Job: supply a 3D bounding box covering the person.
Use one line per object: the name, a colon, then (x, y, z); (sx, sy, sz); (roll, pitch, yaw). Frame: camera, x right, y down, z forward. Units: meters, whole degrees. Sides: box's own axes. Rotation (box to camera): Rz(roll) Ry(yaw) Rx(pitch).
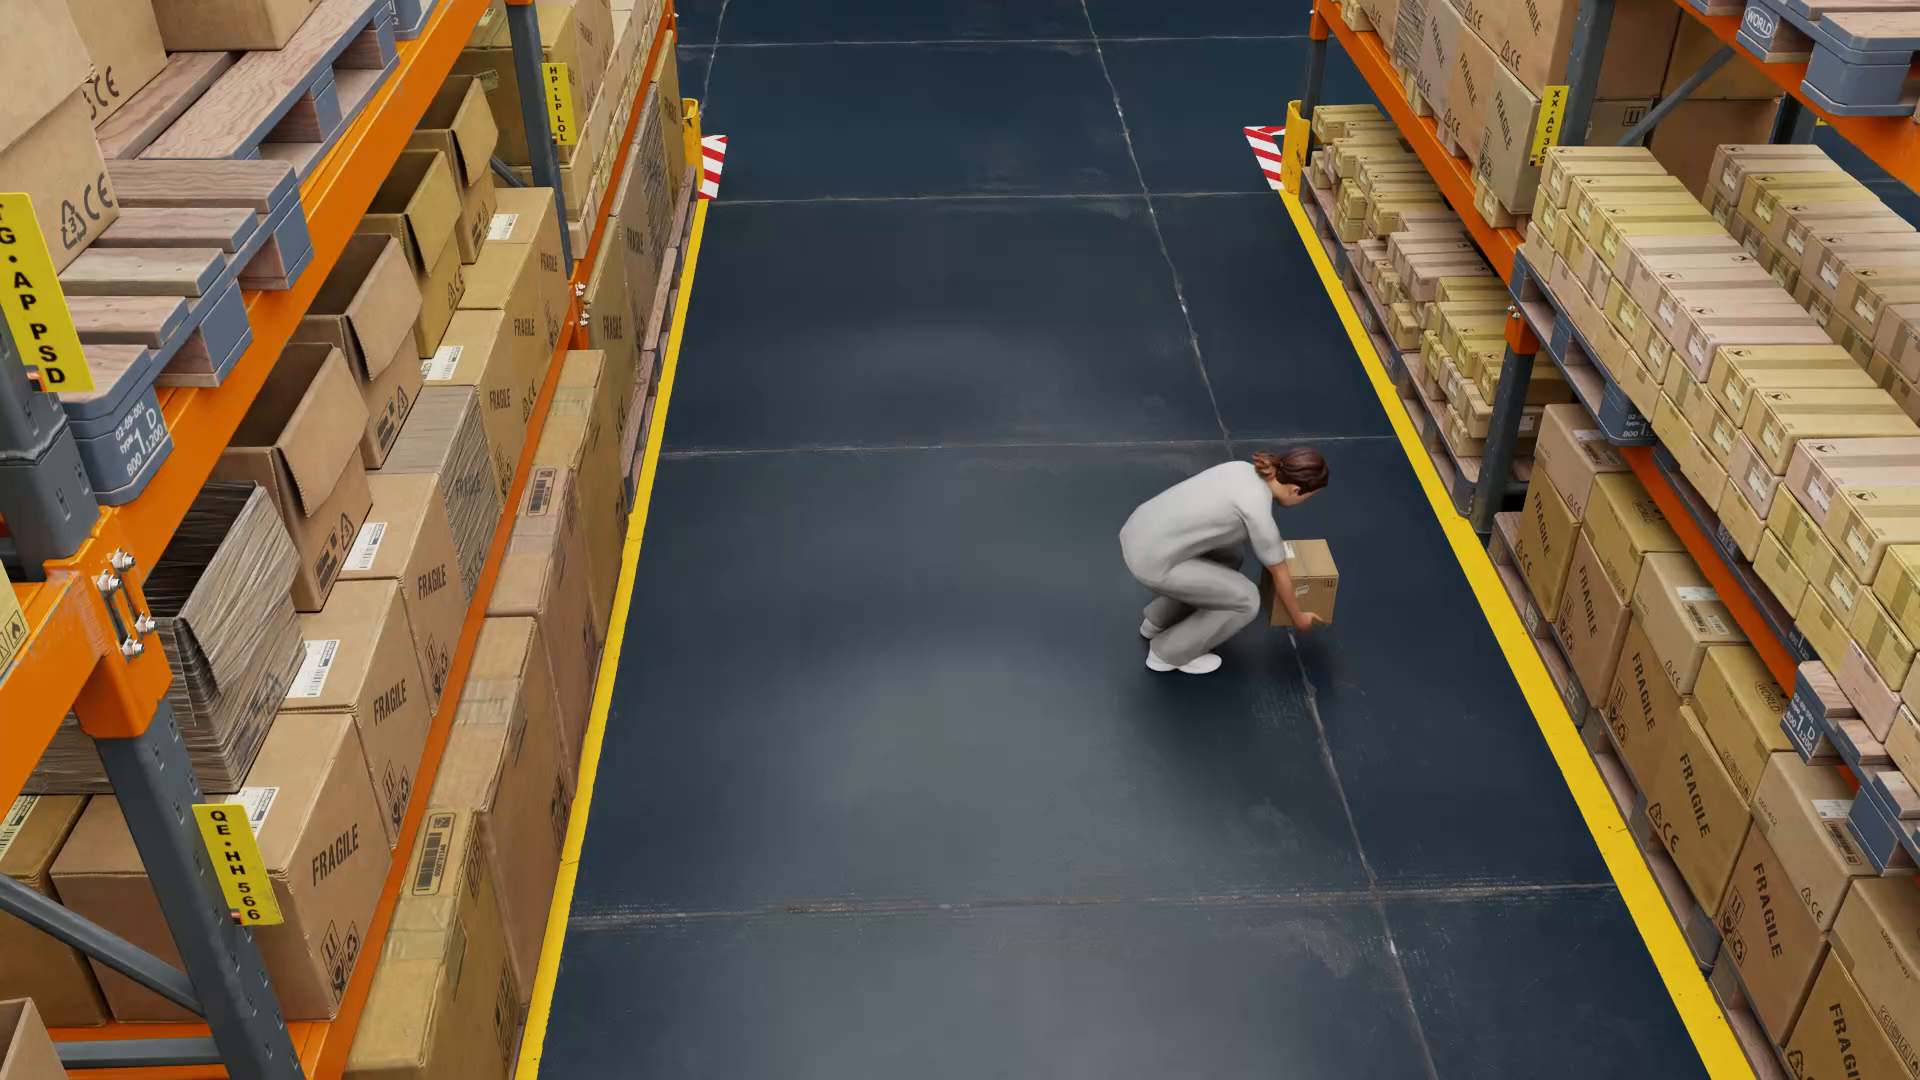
person: (1.055, 0.067, 6.695); (0.830, 0.938, 0.461); (-2, 35, -3)
